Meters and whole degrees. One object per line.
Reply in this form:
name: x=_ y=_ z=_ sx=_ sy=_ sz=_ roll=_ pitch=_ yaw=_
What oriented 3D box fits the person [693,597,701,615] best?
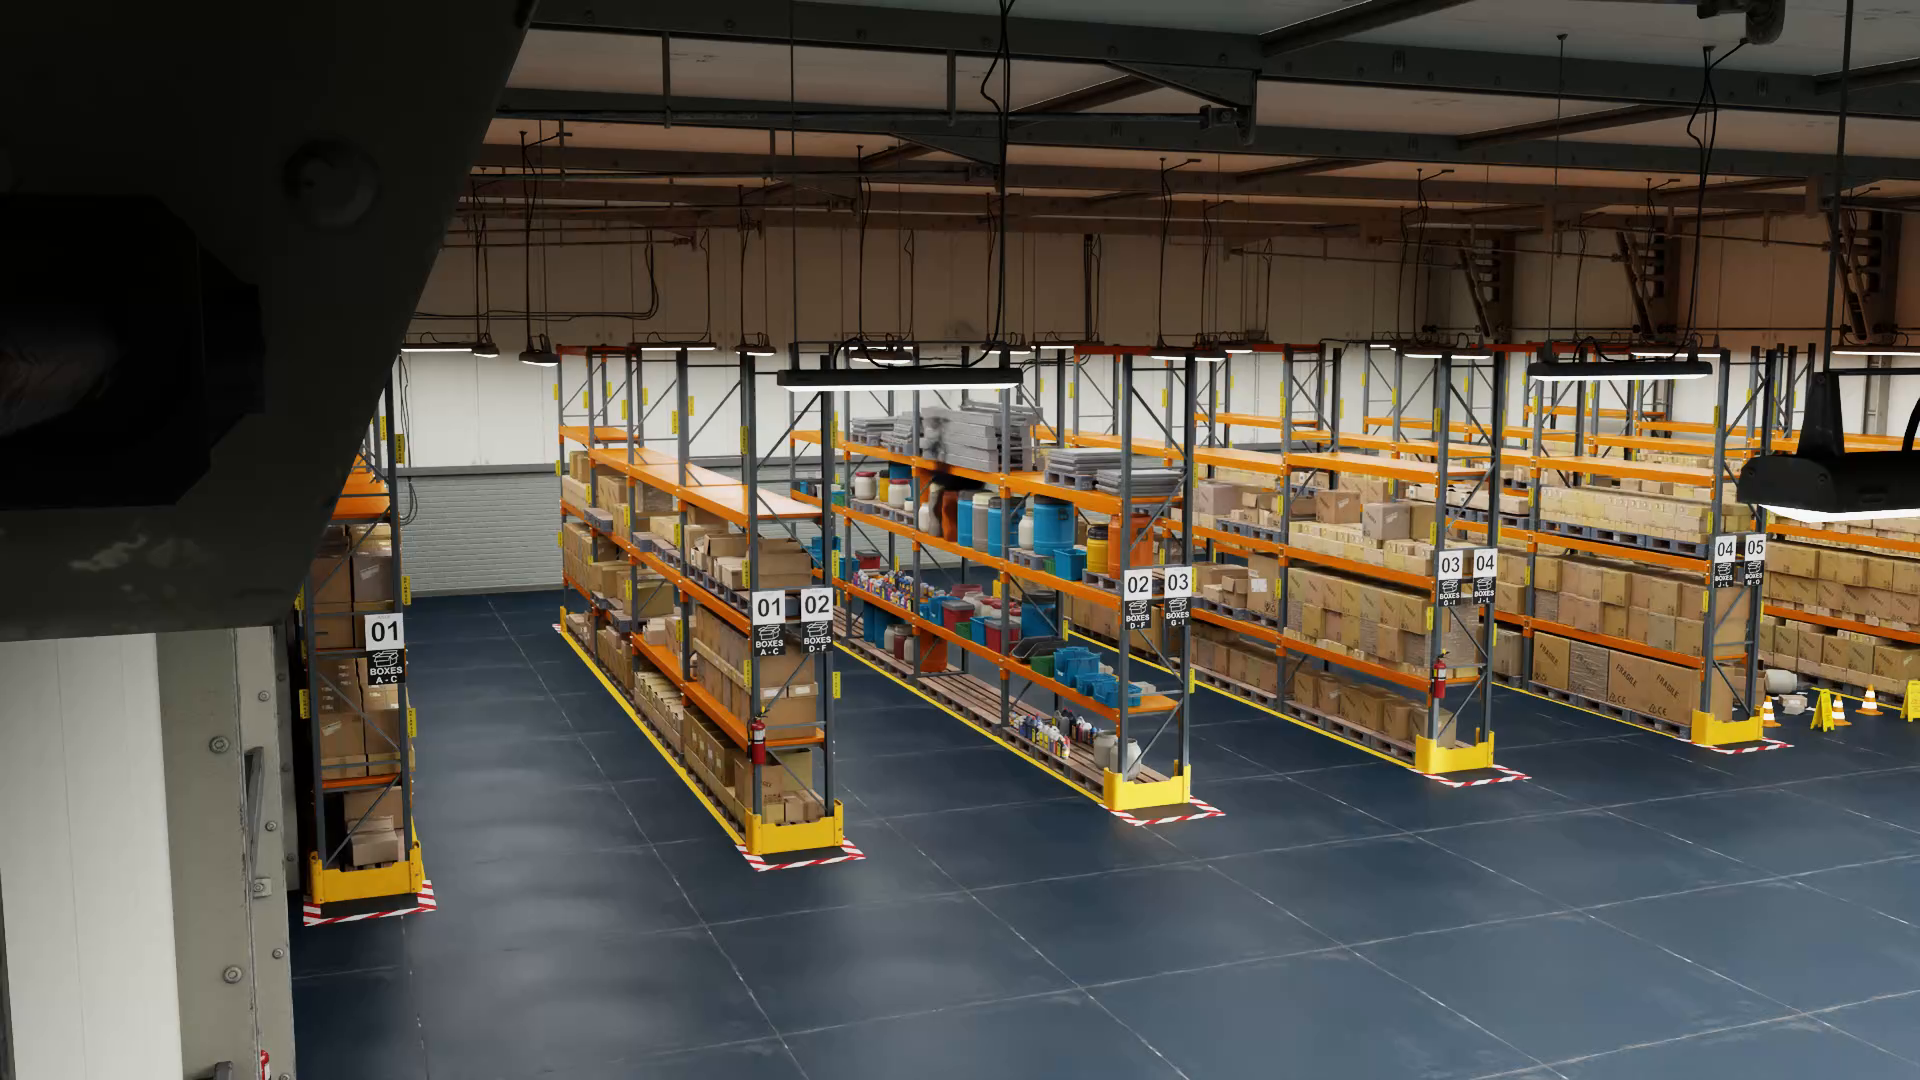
person: x=-5.588 y=1.076 z=34.564 sx=0.671 sy=1.781 sz=0.822 roll=-4 pitch=8 yaw=-27
